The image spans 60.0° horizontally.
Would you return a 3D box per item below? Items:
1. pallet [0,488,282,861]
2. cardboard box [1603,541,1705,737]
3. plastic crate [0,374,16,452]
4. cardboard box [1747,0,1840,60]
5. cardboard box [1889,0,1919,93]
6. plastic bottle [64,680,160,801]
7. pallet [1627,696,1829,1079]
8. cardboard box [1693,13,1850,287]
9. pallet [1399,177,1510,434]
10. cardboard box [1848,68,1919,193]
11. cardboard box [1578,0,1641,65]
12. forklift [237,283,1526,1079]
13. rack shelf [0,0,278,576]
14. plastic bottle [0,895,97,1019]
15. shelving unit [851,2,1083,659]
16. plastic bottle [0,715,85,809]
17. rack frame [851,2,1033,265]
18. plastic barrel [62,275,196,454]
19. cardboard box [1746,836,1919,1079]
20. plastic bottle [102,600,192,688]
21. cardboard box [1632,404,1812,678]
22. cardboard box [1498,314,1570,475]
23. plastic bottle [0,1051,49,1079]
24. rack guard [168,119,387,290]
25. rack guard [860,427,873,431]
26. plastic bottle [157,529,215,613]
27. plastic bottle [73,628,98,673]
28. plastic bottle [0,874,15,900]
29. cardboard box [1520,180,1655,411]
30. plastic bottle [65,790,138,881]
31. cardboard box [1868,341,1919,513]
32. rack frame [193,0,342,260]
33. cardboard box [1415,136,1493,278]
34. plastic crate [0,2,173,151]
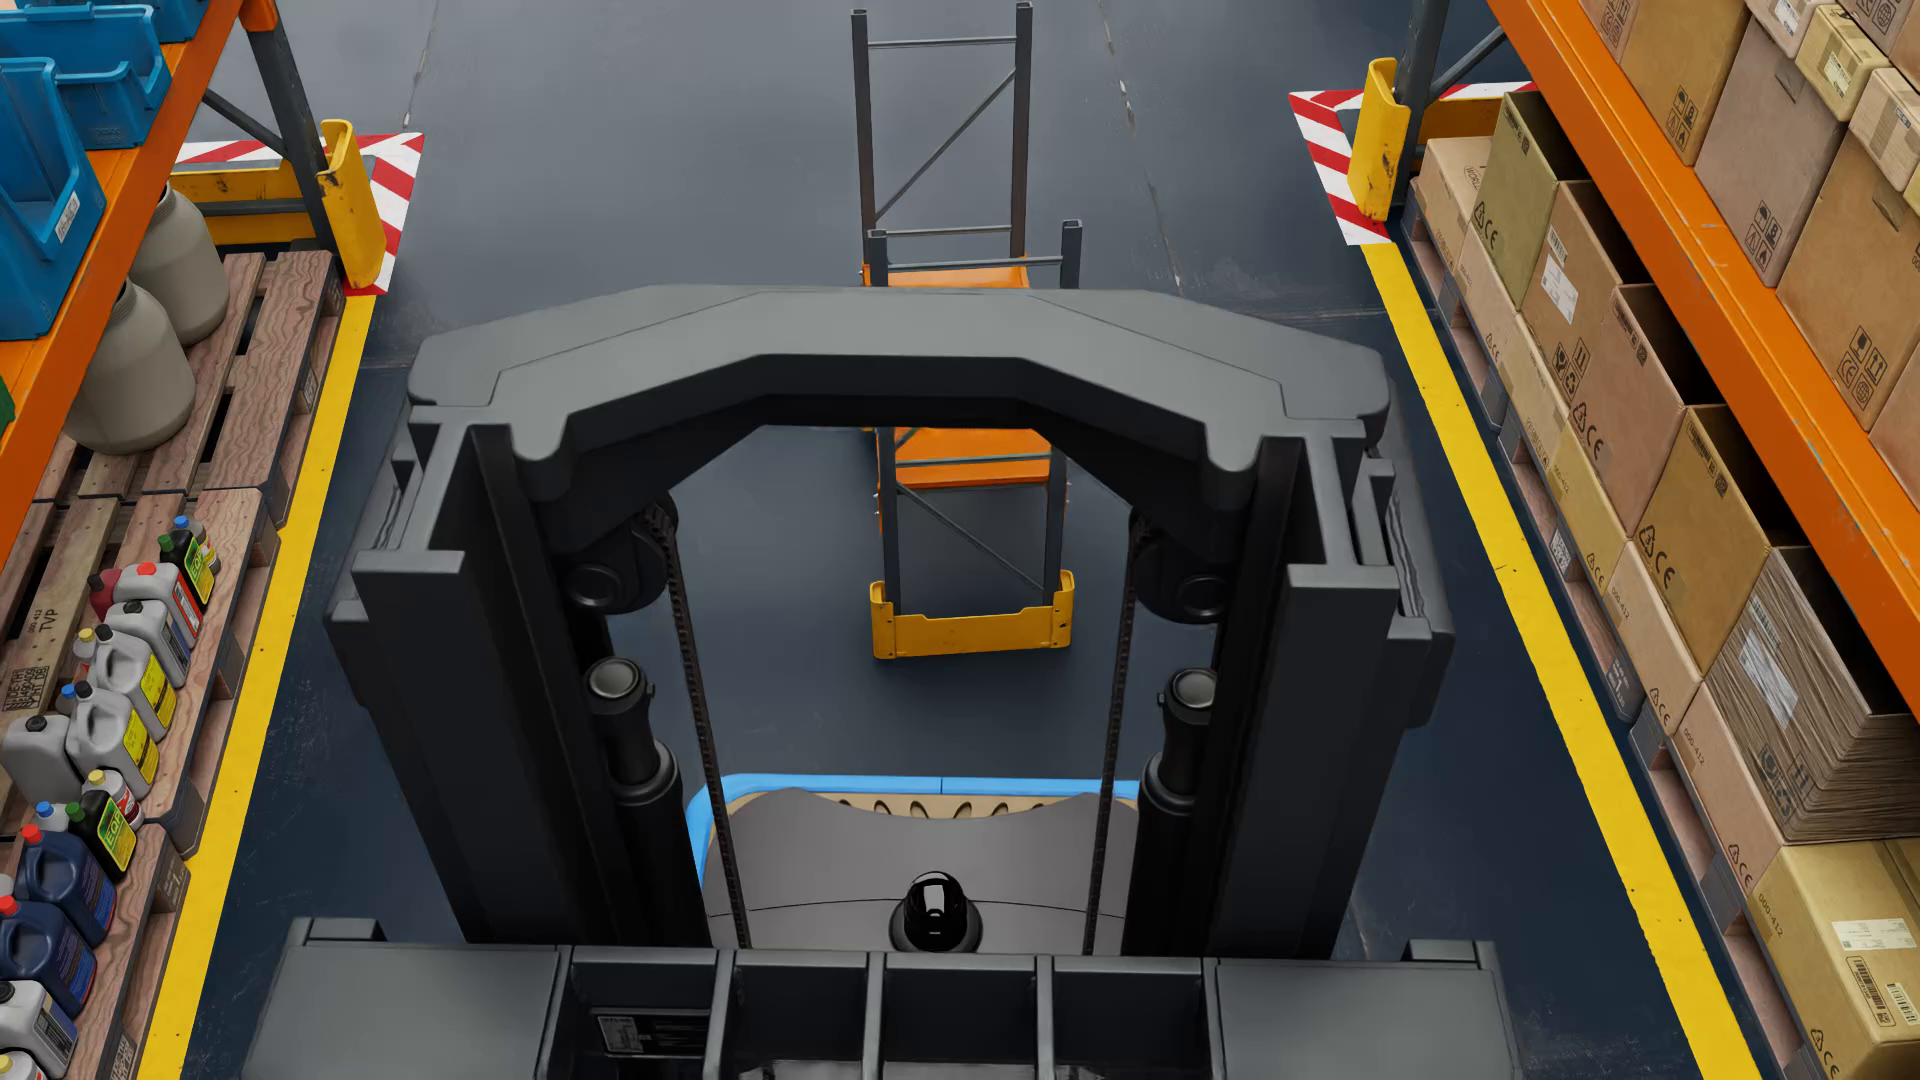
[{"bbox_3d":[-2.591,0.378,4.746,1.003,0.211,1.213,-3,47,-3],"label":"pallet"},{"bbox_3d":[2.120,0.250,4.552,0.500,0.250,0.500,-3,47,-3],"label":"cardboard box"},{"bbox_3d":[-2.303,-0.134,3.457,0.450,0.188,0.662,-3,47,-3],"label":"plastic crate"},{"bbox_3d":[2.077,-1.248,3.850,0.380,0.149,0.250,-3,47,-3],"label":"cardboard box"},{"bbox_3d":[2.337,-1.035,3.202,0.700,0.500,0.500,-4,47,-3],"label":"cardboard box"},{"bbox_3d":[-2.176,0.499,4.233,0.144,0.351,0.185,-4,47,-4],"label":"plastic bottle"},{"bbox_3d":[2.441,0.875,4.276,1.003,0.211,1.213,-3,47,-3],"label":"pallet"},{"bbox_3d":[2.289,-0.976,4.039,0.700,0.500,0.500,-2,47,-2],"label":"cardboard box"},{"bbox_3d":[2.236,-0.890,5.947,1.003,0.211,1.213,-3,47,-3],"label":"pallet"},{"bbox_3d":[2.125,-0.865,3.488,0.380,0.149,0.250,-2,47,-2],"label":"cardboard box"},{"bbox_3d":[2.206,-1.716,4.740,0.700,0.500,0.500,-2,47,-2],"label":"cardboard box"},{"bbox_3d":[-0.069,1.277,2.022,1.130,2.935,3.031,1,47,1],"label":"forklift"},{"bbox_3d":[-2.638,-0.407,4.065,1.077,0.370,4.000,-3,47,-3],"label":"rack shelf"},{"bbox_3d":[-2.125,0.943,3.812,0.144,0.351,0.185,-2,47,-2],"label":"plastic bottle"},{"bbox_3d":[-0.006,-0.571,4.758,0.587,1.500,1.083,-3,47,-3],"label":"shelving unit"},{"bbox_3d":[-2.322,0.552,4.234,0.152,0.276,0.135,-3,47,-3],"label":"plastic bottle"},{"bbox_3d":[-0.050,-0.945,5.112,0.500,1.500,0.032,-3,47,-3],"label":"rack frame"},{"bbox_3d":[-2.632,-0.556,5.135,0.421,0.512,0.421,0,47,0],"label":"plastic barrel"},{"bbox_3d":[2.209,0.973,3.867,0.500,0.250,0.500,-3,47,-3],"label":"cardboard box"},{"bbox_3d":[-2.210,0.271,4.501,0.152,0.276,0.135,-5,47,-4],"label":"plastic bottle"},{"bbox_3d":[2.133,-0.009,4.280,0.500,0.500,0.500,-3,47,-3],"label":"cardboard box"},{"bbox_3d":[2.041,-0.474,5.237,0.500,0.250,0.500,-3,47,-3],"label":"cardboard box"},{"bbox_3d":[-2.078,1.199,3.672,0.097,0.201,0.097,0,47,0],"label":"plastic bottle"},{"bbox_3d":[-2.752,-1.190,6.032,1.175,0.500,0.348,-3,47,-3],"label":"rack guard"},{"bbox_3d":[-0.048,-0.501,5.553,0.587,0.250,0.087,-3,47,-3],"label":"rack guard"},{"bbox_3d":[-2.187,0.067,4.688,0.061,0.283,0.133,-2,47,-2],"label":"plastic bottle"},{"bbox_3d":[-2.332,0.317,4.508,0.097,0.201,0.097,0,47,0],"label":"plastic bottle"},{"bbox_3d":[-2.257,0.873,3.933,0.097,0.271,0.097,0,47,0],"label":"plastic bottle"},{"bbox_3d":[2.052,-0.732,4.966,0.500,0.500,0.500,-3,47,-3],"label":"cardboard box"},{"bbox_3d":[-2.113,0.708,4.082,0.061,0.283,0.133,-2,47,-2],"label":"plastic bottle"},{"bbox_3d":[2.372,-0.242,3.344,0.700,0.500,0.500,-4,47,-4],"label":"cardboard box"},{"bbox_3d":[-2.806,-2.101,5.174,1.000,3.000,0.127,-3,47,-3],"label":"rack frame"},{"bbox_3d":[1.954,-1.197,5.922,0.500,0.250,0.500,-3,47,-3],"label":"cardboard box"},{"bbox_3d":[-2.417,-1.236,4.457,0.499,0.251,0.408,-3,47,-3],"label":"plastic crate"}]
